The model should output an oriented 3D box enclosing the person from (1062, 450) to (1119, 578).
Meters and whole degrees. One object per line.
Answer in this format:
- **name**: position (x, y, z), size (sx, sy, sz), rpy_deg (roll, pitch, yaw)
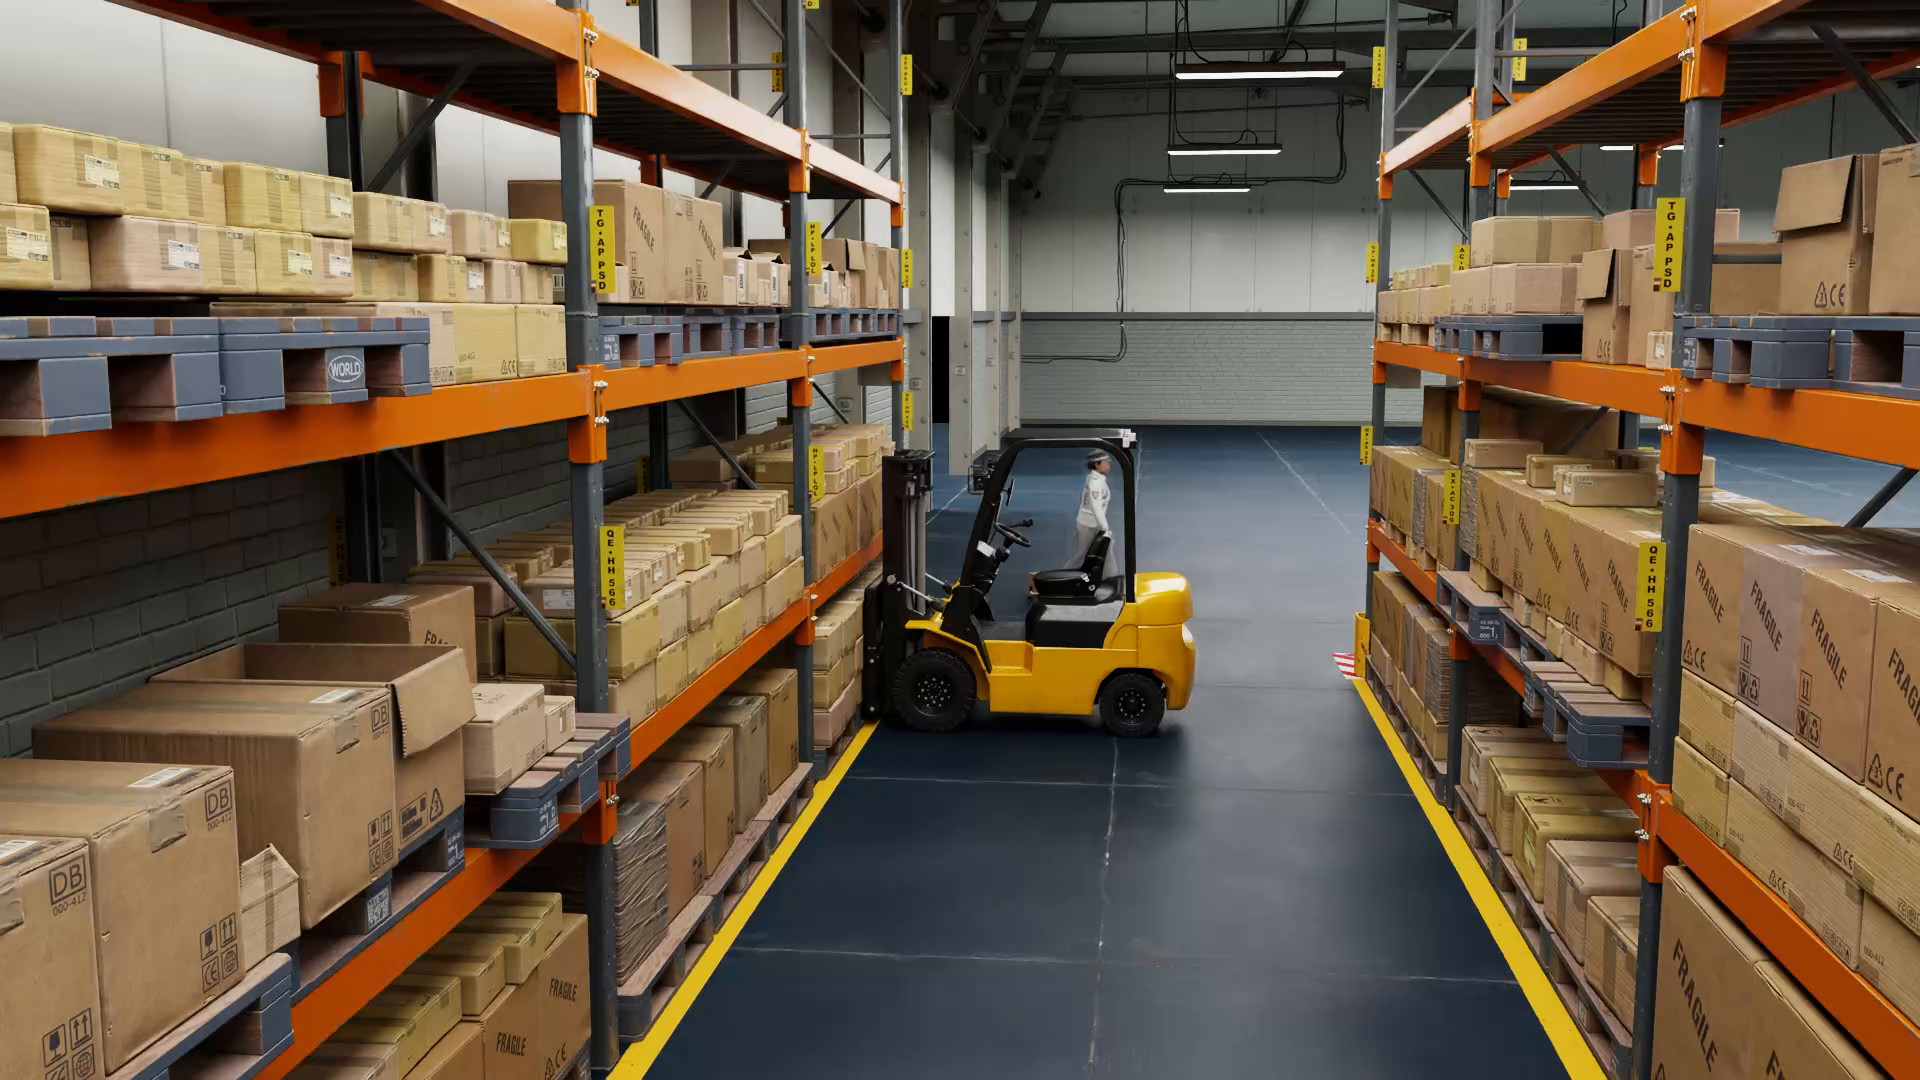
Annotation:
- **person**: position (1.408, -0.140, 17.177), size (0.937, 1.624, 0.519), rpy_deg (2, 8, 11)
